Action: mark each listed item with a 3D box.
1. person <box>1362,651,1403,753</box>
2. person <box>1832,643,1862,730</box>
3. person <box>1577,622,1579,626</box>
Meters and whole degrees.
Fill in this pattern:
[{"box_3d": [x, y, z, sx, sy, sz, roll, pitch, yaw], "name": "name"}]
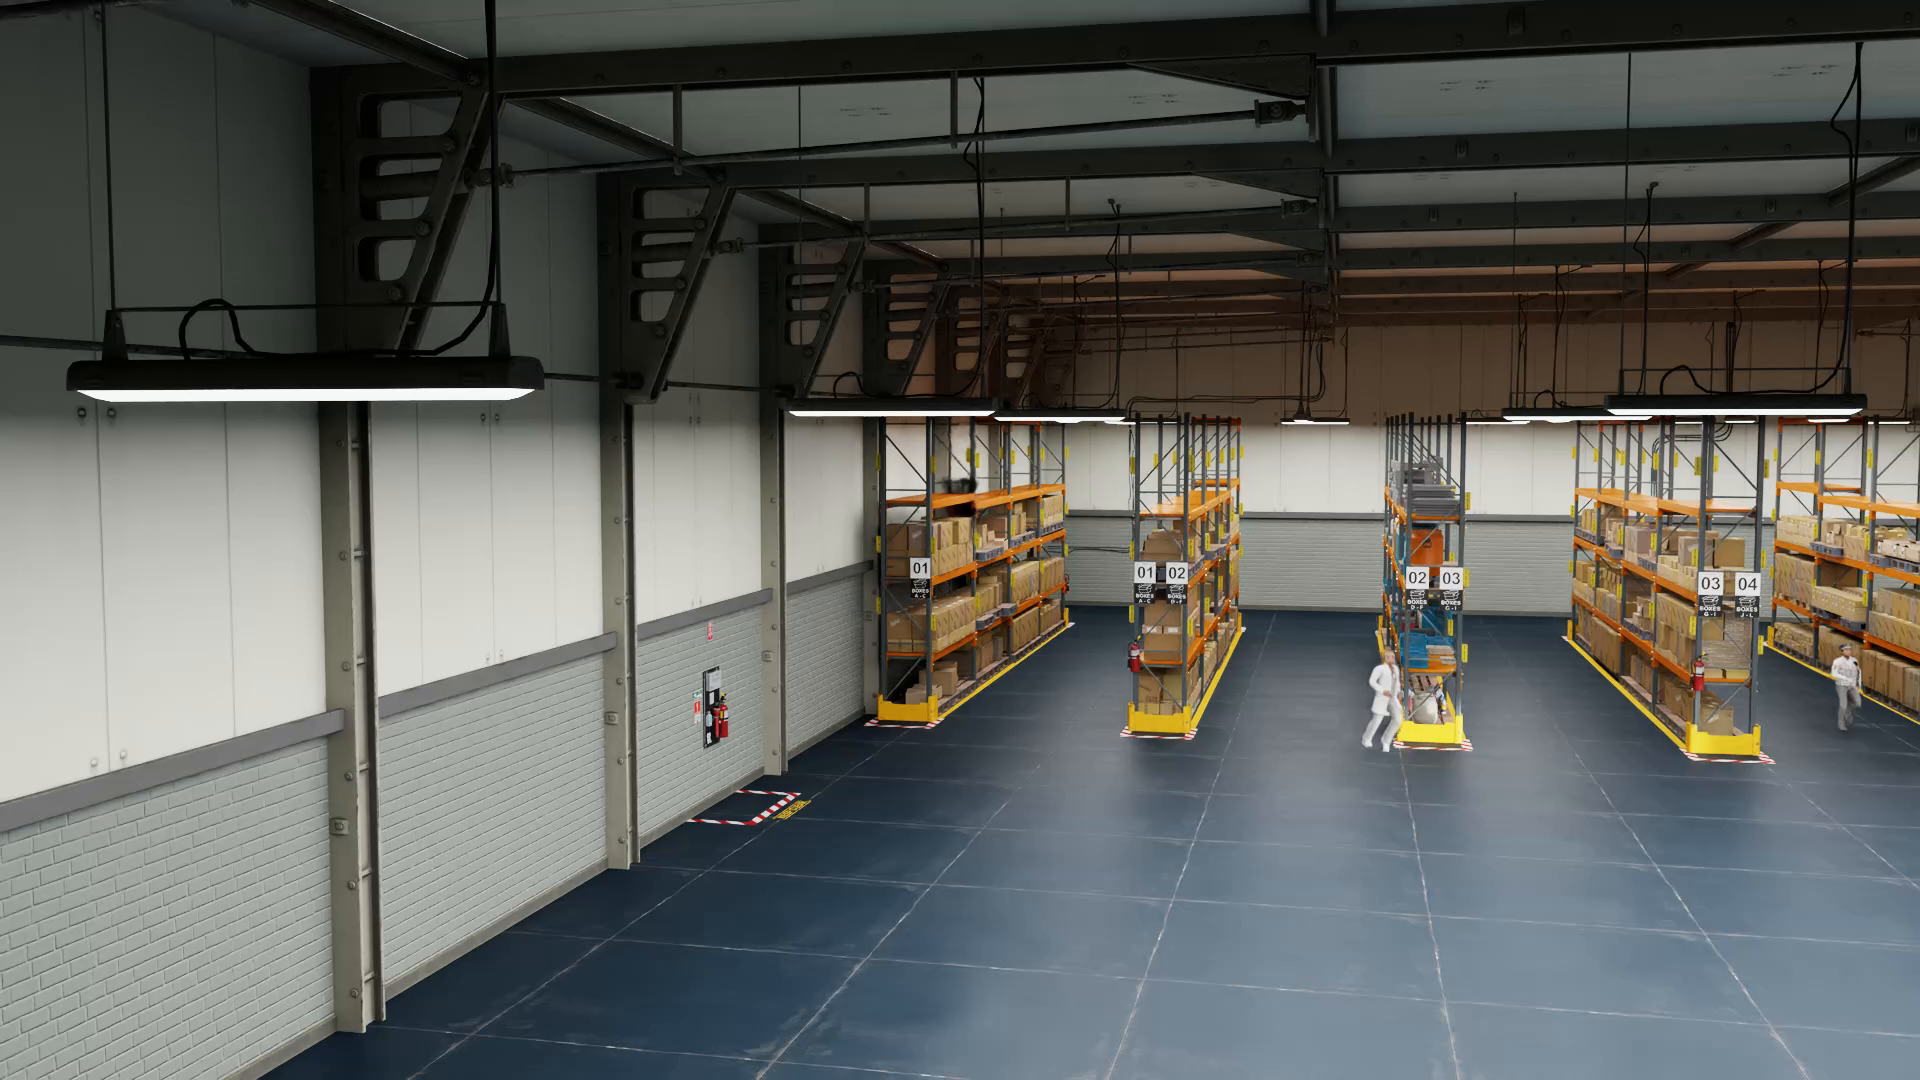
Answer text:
[{"box_3d": [7.575, 2.871, 29.539, 0.771, 1.804, 0.716, -2, 4, -24], "name": "person"}, {"box_3d": [16.844, 2.776, 31.487, 0.622, 1.665, 0.538, 0, 4, 1], "name": "person"}, {"box_3d": [17.316, 1.785, 45.887, 0.666, 1.726, 0.687, 2, 5, 32], "name": "person"}]
